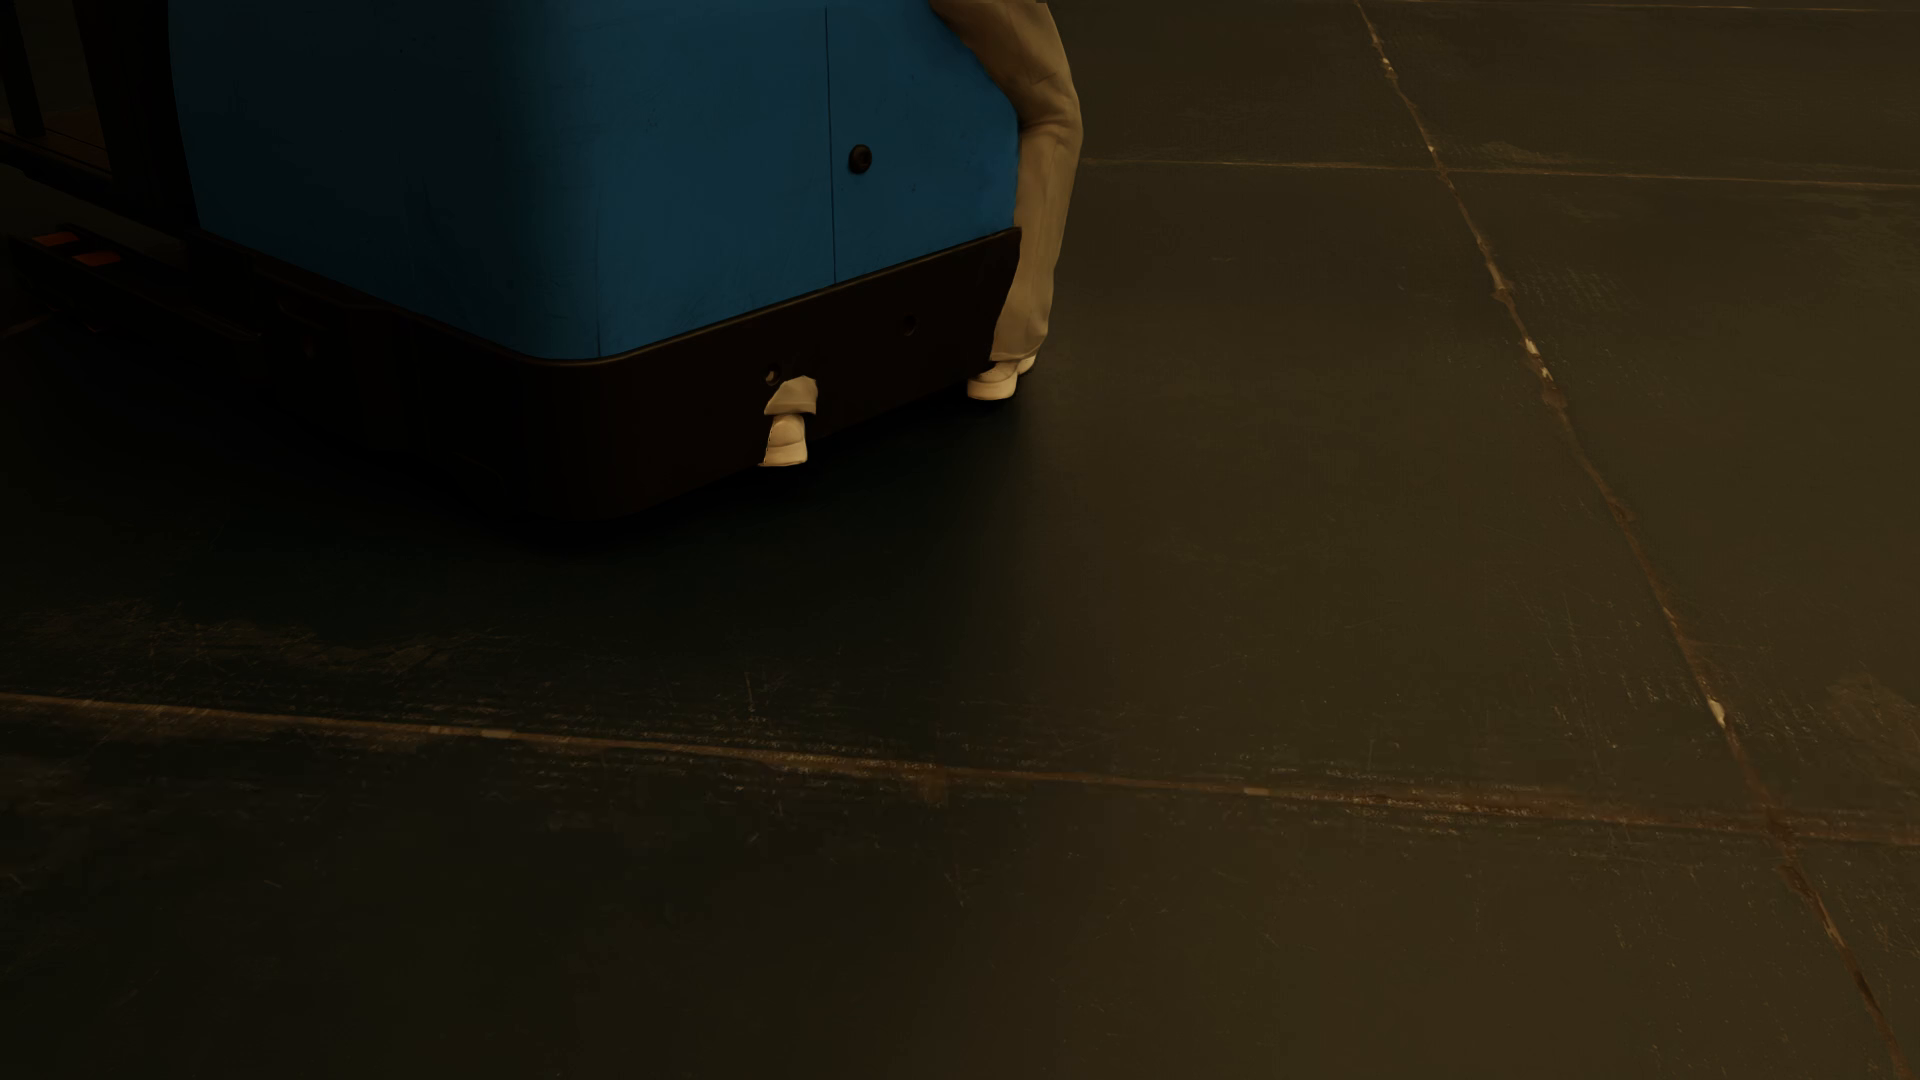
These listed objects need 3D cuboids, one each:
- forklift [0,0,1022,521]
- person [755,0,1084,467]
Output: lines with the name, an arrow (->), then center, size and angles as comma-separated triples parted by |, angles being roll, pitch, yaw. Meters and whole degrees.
forklift -> -1.316, -1.878, 2.981 | 3.031, 2.935, 1.130 | 22, 34, 37
person -> -0.051, -0.942, 2.648 | 0.766, 1.533, 0.776 | -5, 27, -10
